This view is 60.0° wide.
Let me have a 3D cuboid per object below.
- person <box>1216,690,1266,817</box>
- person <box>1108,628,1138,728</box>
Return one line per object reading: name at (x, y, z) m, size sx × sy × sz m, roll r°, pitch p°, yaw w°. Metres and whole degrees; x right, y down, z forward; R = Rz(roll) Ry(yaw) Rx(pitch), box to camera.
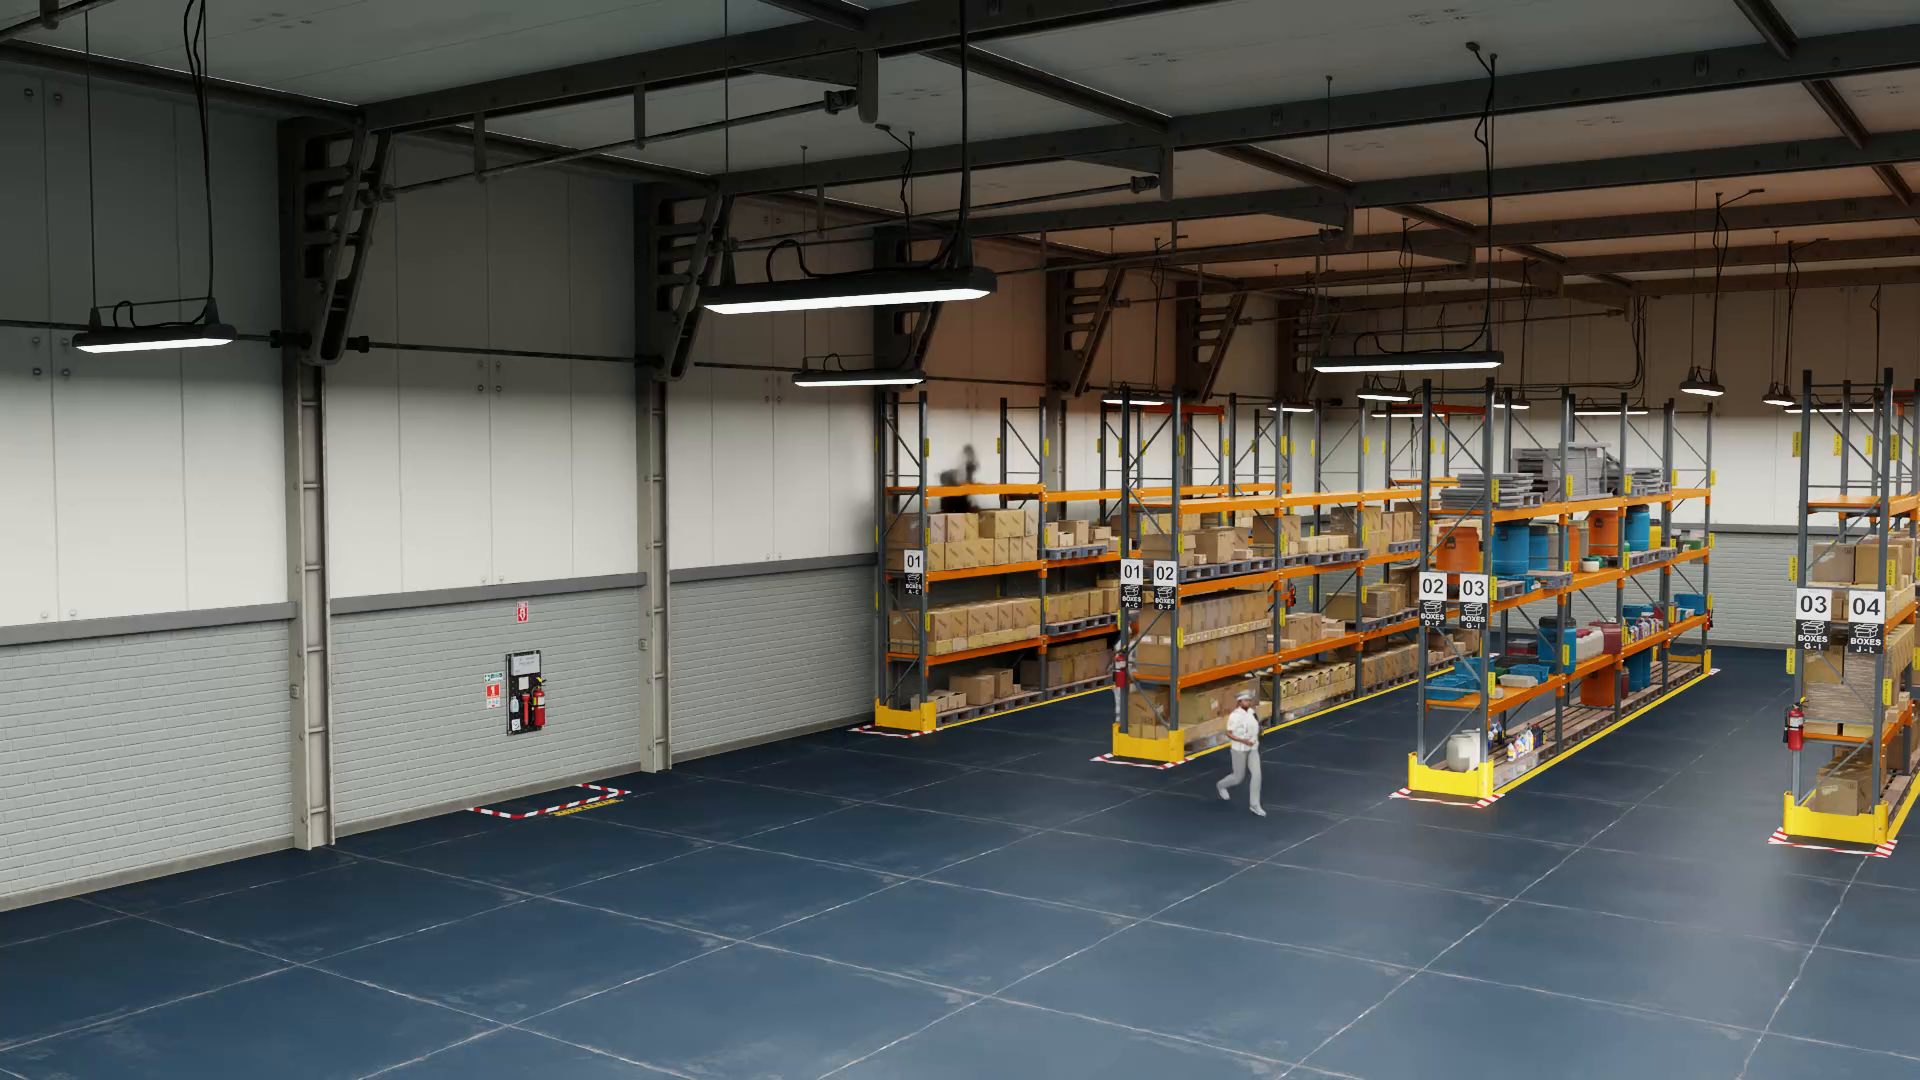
person at (3.903, 2.897, 22.908) m, size 0.592 × 1.702 × 0.900 m, roll -2°, pitch 4°, yaw -31°
person at (2.948, 2.412, 29.450) m, size 0.673 × 1.777 × 0.872 m, roll 2°, pitch 4°, yaw 31°
